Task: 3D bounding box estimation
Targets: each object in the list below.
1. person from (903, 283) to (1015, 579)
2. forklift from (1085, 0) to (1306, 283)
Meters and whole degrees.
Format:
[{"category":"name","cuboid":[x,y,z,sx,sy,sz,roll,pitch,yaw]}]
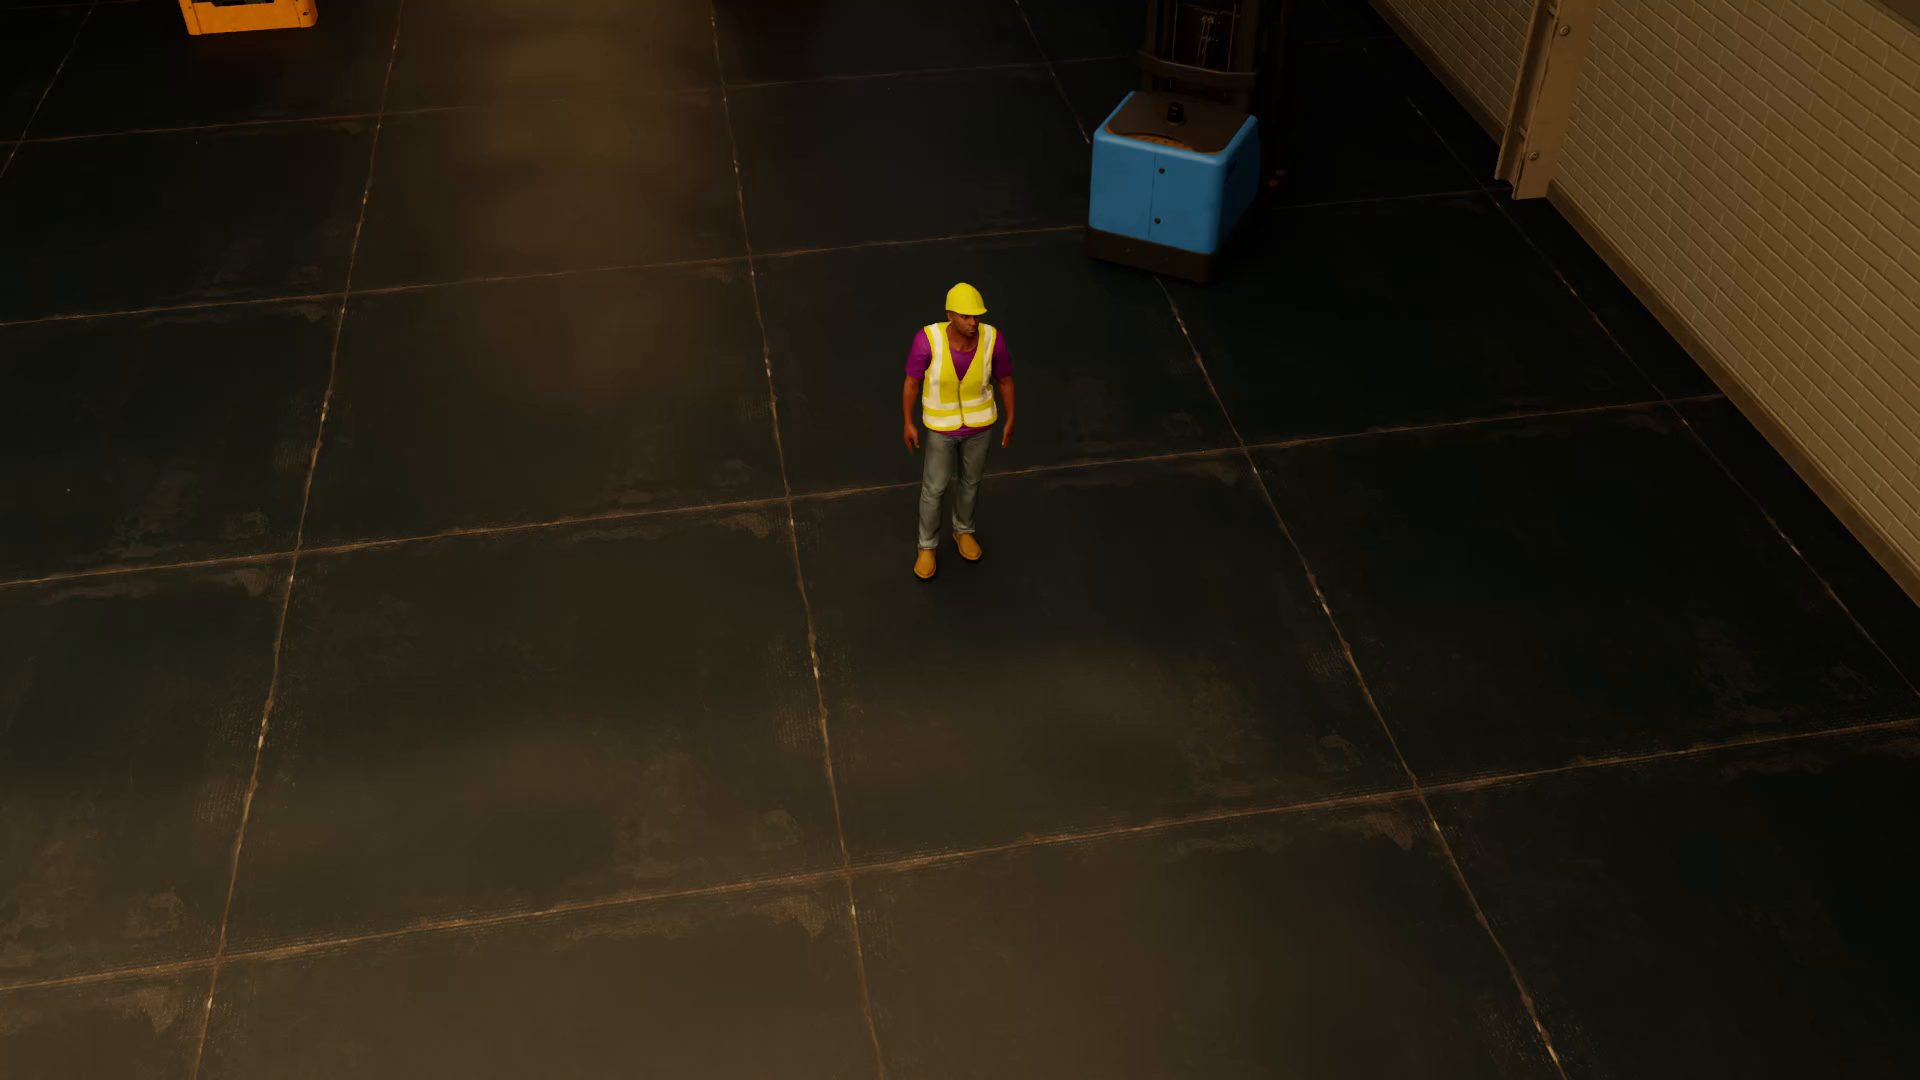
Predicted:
[{"category":"person","cuboid":[0.007,-0.633,9.591,0.666,1.768,0.575,-7,41,-8]},{"category":"forklift","cuboid":[2.039,-3.978,12.638,1.130,2.935,3.031,17,43,19]}]
